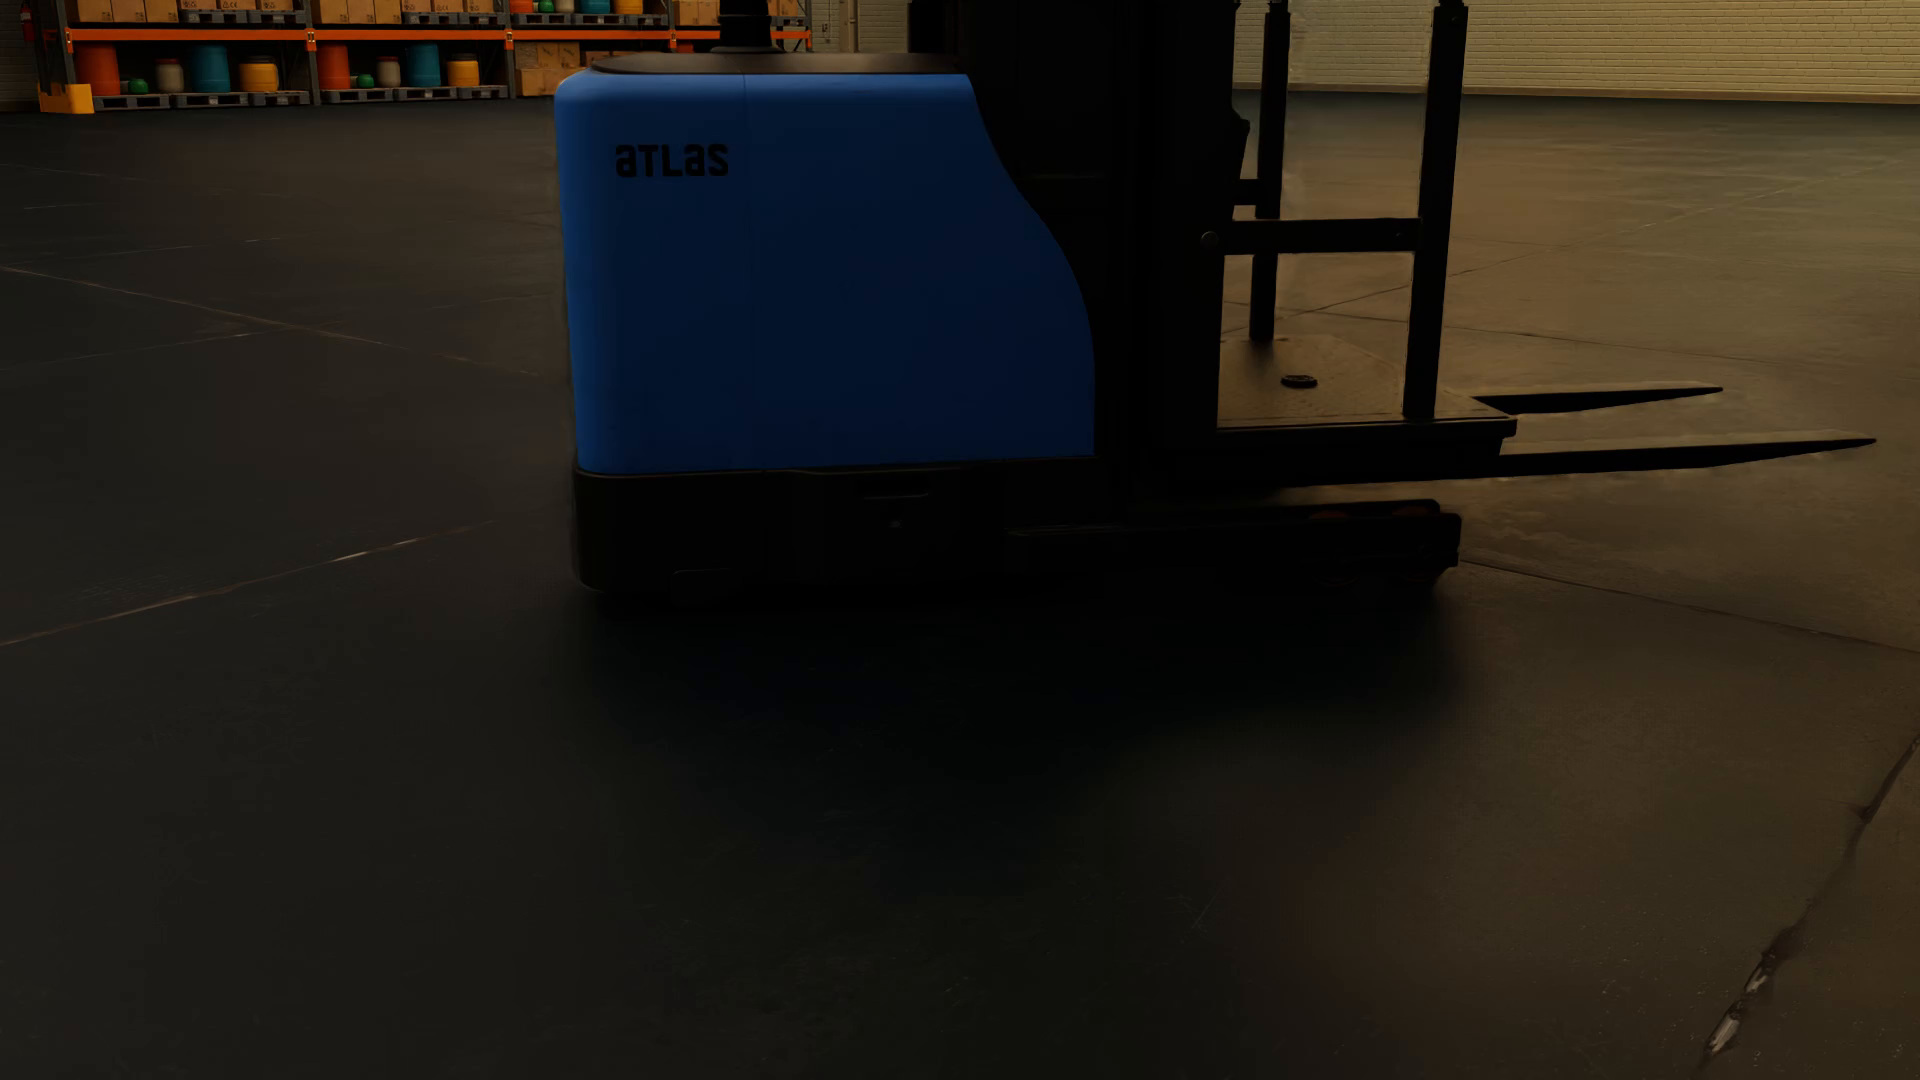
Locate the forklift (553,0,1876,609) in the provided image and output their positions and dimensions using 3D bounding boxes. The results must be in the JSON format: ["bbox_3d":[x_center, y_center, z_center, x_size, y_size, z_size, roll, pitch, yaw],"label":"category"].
[{"bbox_3d":[0.637,-1.448,3.667,3.031,2.935,1.130,-3,17,-9],"label":"forklift"}]
